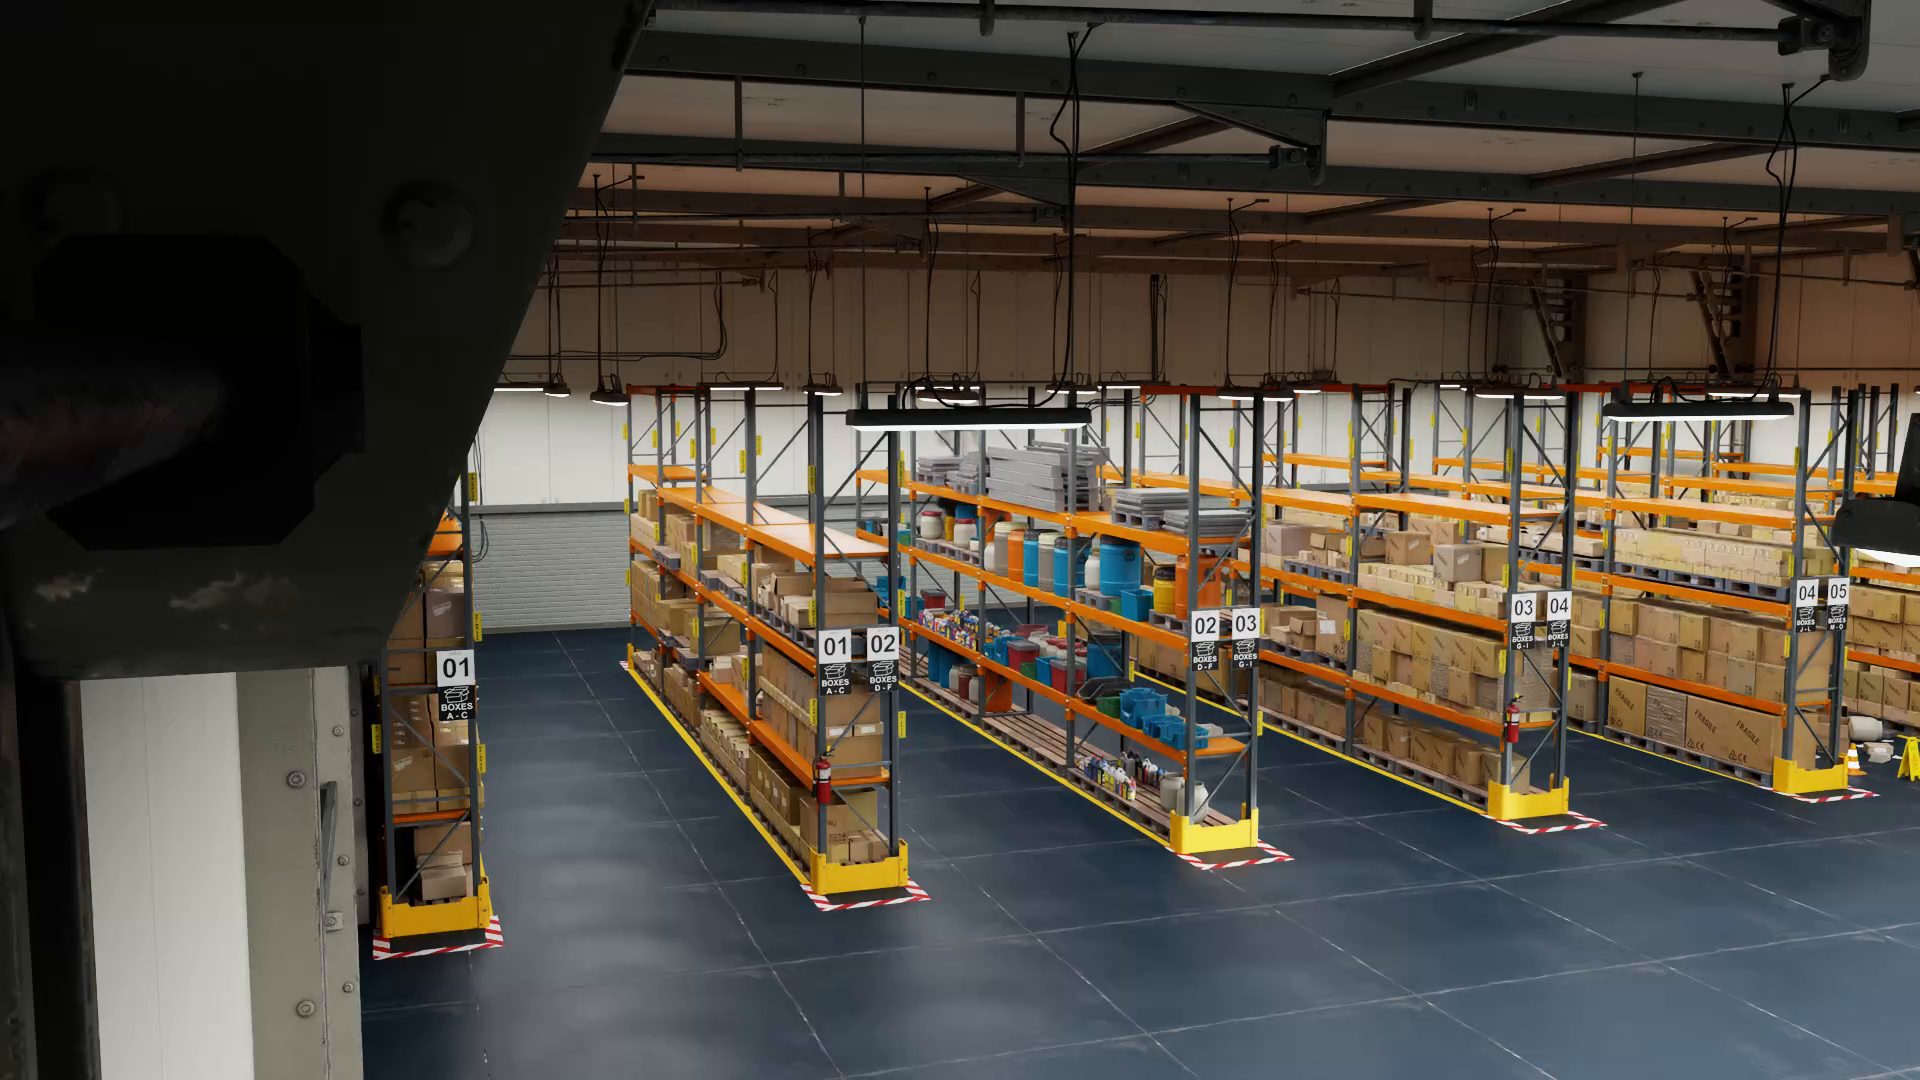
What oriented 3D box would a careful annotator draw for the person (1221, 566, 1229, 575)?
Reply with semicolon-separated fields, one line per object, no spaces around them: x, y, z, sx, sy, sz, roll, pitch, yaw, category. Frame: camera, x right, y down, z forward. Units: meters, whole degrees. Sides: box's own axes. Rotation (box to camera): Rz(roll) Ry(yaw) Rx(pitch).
6.183;1.349;40.088;0.752;1.735;0.620;3;6;23;person
